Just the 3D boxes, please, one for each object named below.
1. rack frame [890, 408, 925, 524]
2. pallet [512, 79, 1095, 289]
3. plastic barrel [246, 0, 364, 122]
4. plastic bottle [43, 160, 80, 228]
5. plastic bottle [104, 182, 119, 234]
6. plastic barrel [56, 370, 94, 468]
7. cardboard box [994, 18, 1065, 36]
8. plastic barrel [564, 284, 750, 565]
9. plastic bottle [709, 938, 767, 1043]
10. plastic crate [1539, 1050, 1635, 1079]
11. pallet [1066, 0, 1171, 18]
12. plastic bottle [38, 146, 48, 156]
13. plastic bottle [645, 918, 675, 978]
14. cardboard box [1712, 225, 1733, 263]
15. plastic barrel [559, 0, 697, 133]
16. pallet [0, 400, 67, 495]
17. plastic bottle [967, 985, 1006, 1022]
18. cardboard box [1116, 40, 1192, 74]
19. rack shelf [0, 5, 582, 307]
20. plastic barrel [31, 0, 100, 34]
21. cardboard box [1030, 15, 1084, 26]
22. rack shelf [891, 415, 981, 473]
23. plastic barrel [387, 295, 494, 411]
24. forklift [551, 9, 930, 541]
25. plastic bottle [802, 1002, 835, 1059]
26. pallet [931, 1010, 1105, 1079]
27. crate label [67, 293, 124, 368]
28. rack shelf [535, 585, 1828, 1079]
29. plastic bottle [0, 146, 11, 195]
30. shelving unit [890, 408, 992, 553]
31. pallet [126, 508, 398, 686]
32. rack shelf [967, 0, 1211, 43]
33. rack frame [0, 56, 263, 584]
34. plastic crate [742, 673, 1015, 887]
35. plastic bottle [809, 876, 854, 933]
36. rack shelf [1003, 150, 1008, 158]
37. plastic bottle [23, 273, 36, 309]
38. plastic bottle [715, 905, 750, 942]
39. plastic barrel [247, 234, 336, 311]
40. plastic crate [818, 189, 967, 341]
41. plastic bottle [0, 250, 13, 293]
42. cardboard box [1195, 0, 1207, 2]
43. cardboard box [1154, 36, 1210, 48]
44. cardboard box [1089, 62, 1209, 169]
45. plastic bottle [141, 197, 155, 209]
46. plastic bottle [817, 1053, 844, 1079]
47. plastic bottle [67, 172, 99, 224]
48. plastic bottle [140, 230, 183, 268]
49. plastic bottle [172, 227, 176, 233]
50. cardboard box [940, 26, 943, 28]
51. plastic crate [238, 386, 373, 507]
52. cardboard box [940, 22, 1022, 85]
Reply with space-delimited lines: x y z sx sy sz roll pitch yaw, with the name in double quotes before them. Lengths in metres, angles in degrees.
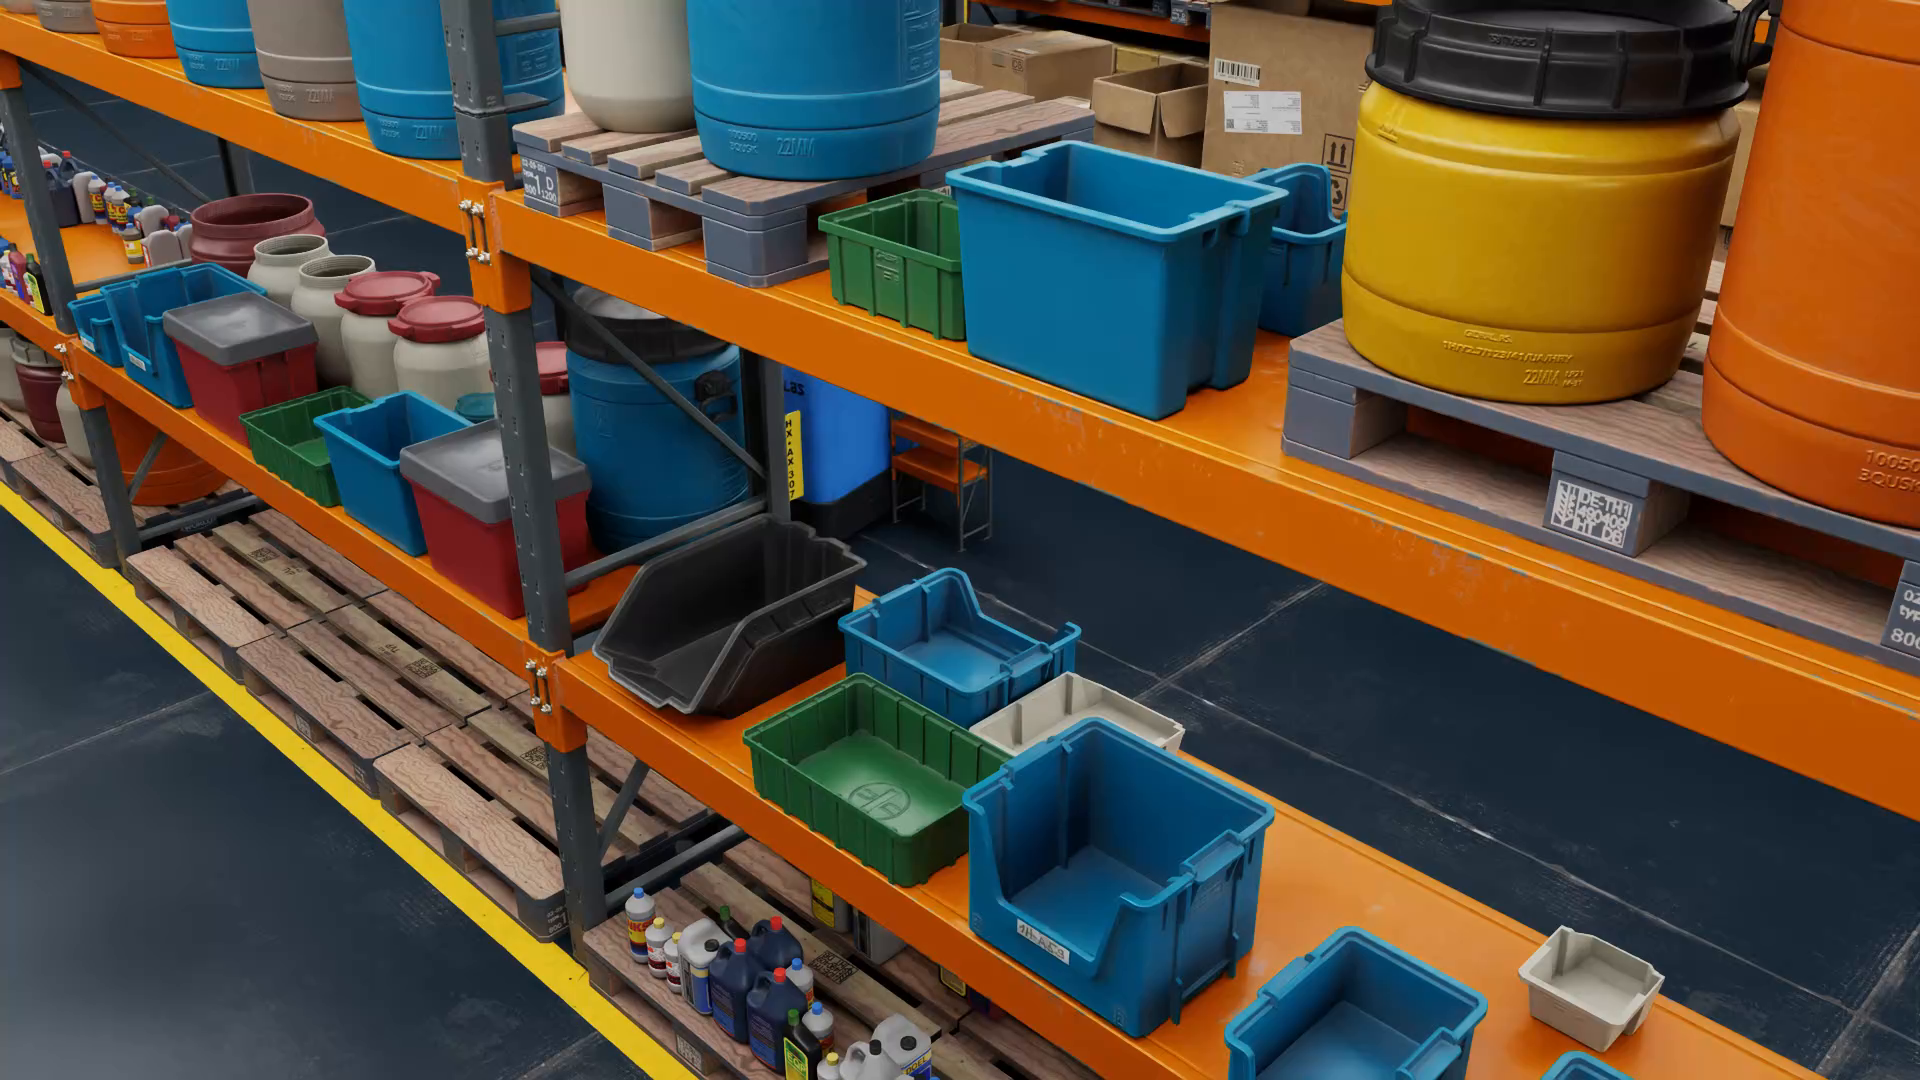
"rack frame" -0.278 -0.660 8.714 0.015 1.200 0.240 24 36 37
"pallet" -0.399 -1.026 4.459 1.003 0.211 1.213 25 36 38
"plastic barrel" -1.964 -1.842 5.269 0.600 0.901 0.600 0 28 0
"plastic bottle" -5.027 -1.929 9.248 0.185 0.351 0.144 25 36 38
"plastic bottle" -4.639 -1.831 9.147 0.097 0.271 0.097 0 28 0
"plastic barrel" -4.661 -0.684 9.049 0.421 0.512 0.421 0 28 0
"cardboard box" 0.677 -4.935 16.341 0.500 0.250 0.500 23 35 36
"plastic barrel" -1.046 -0.434 5.813 0.708 0.901 0.600 25 36 38
"plastic bottle" -0.698 1.393 5.250 0.144 0.351 0.185 -24 36 -38
"plastic crate" 1.303 1.322 3.173 0.616 0.251 0.499 25 36 38
"pallet" 1.747 -5.095 15.422 1.213 0.211 1.003 25 36 38
"plastic bottle" -5.463 -2.192 9.829 0.135 0.276 0.152 25 36 38
"plastic bottle" -0.990 1.341 5.511 0.097 0.201 0.097 0 28 0
"cardboard box" 3.527 -1.333 7.635 0.500 0.500 0.875 25 36 38
"plastic barrel" -0.813 -1.343 4.286 0.421 0.512 0.421 0 28 0
"pallet" -5.292 -0.698 9.850 1.213 0.211 1.003 25 36 38
"plastic bottle" 0.085 1.395 5.321 0.133 0.283 0.061 25 36 38
"cardboard box" 1.797 -4.427 15.375 0.500 0.250 0.500 -24 36 -38
"rack shelf" -2.409 -1.647 6.210 4.000 0.370 1.077 25 36 38
"plastic barrel" -3.401 -2.500 6.520 0.600 0.901 0.600 0 28 0
"cardboard box" 1.043 -5.105 16.664 0.500 0.250 0.500 23 36 37
"rack shelf" -0.100 -0.522 8.598 0.480 0.148 0.258 24 36 37
"plastic barrel" -2.034 -0.670 6.655 0.433 0.535 0.433 0 28 0
"forklift" -1.656 -1.770 8.966 3.031 2.935 1.130 17 32 29
"plastic bottle" -0.432 1.526 5.084 0.097 0.271 0.097 0 28 0
"pallet" 0.341 1.880 4.948 1.213 0.211 1.003 25 36 38
"crate label" -3.797 -0.955 7.522 0.416 0.233 0.303 25 36 38
"rack shelf" 0.444 0.986 4.426 4.000 0.370 1.077 25 36 38
"plastic bottle" -5.633 -2.186 9.823 0.097 0.271 0.097 0 28 0
"shelving unit" -0.100 -0.582 8.567 0.503 1.200 0.258 24 36 37
"pallet" -3.310 0.209 8.125 1.213 0.211 1.003 25 36 38
"rack shelf" 1.761 -4.881 15.584 4.000 0.370 1.077 25 36 38
"rack frame" -3.835 -1.291 7.981 0.127 3.000 1.000 25 36 38
"plastic crate" -0.212 0.645 4.528 0.662 0.188 0.450 25 36 38
"plastic bottle" -0.422 1.155 5.705 0.185 0.351 0.144 25 36 38
"rack shelf" 1.064 -1.963 10.034 4.000 0.370 1.077 25 36 38
"plastic bottle" -4.492 -1.237 8.092 0.097 0.201 0.097 0 28 0
"plastic bottle" -0.739 1.333 5.439 0.133 0.283 0.061 25 36 38
"plastic barrel" -2.951 -1.075 7.452 0.421 0.512 0.421 0 28 0
"plastic crate" -0.048 -0.614 3.699 0.450 0.188 0.336 25 36 38
"plastic bottle" -4.726 -1.344 8.296 0.097 0.201 0.097 0 28 0
"cardboard box" 2.154 -4.796 14.466 0.380 0.149 0.250 -25 36 -38
"cardboard box" 2.160 -4.595 15.695 0.500 0.250 0.500 25 37 39
"cardboard box" 1.189 -2.396 9.521 0.797 0.503 0.637 -21 34 -34
"plastic bottle" -4.310 -1.697 8.880 0.133 0.283 0.061 25 36 38
"plastic bottle" -0.378 1.621 4.978 0.097 0.201 0.097 0 28 0
"plastic bottle" -4.906 -1.937 9.343 0.135 0.276 0.152 25 36 38
"plastic bottle" -4.023 -1.434 8.387 0.135 0.276 0.152 25 36 38
"plastic bottle" -4.050 -1.530 8.650 0.097 0.201 0.097 0 28 0
"cardboard box" -0.135 -5.397 17.763 0.250 0.149 0.380 24 36 38
"plastic crate" -2.422 -0.366 6.451 0.662 0.188 0.450 25 36 38
"cardboard box" 0.051 -3.001 10.676 0.500 0.500 0.500 20 33 33
